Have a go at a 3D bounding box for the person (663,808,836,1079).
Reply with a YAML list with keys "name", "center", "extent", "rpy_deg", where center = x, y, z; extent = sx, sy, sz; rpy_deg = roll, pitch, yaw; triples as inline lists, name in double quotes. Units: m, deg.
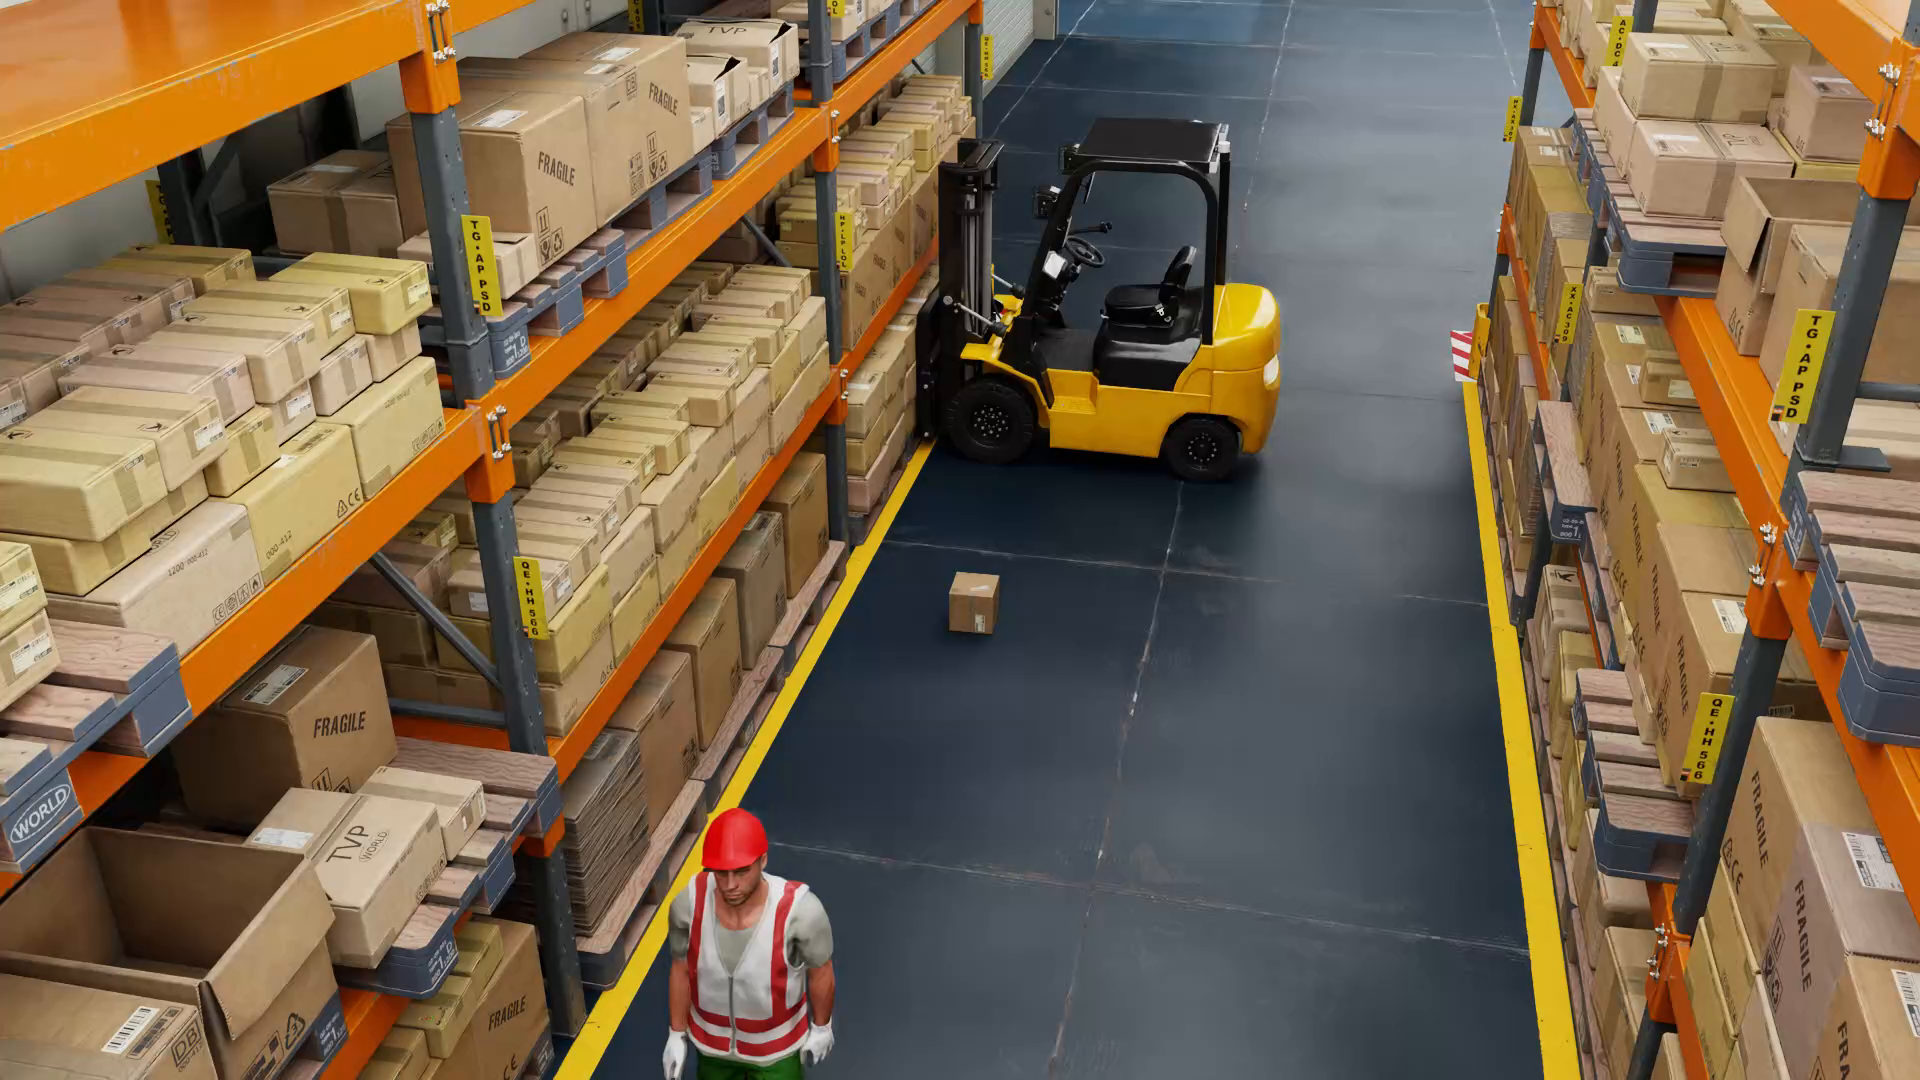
- name: "person"
  center: [-0.707, 1.681, 5.471]
  extent: [0.547, 1.801, 0.452]
  rpy_deg: [6, 29, 11]
